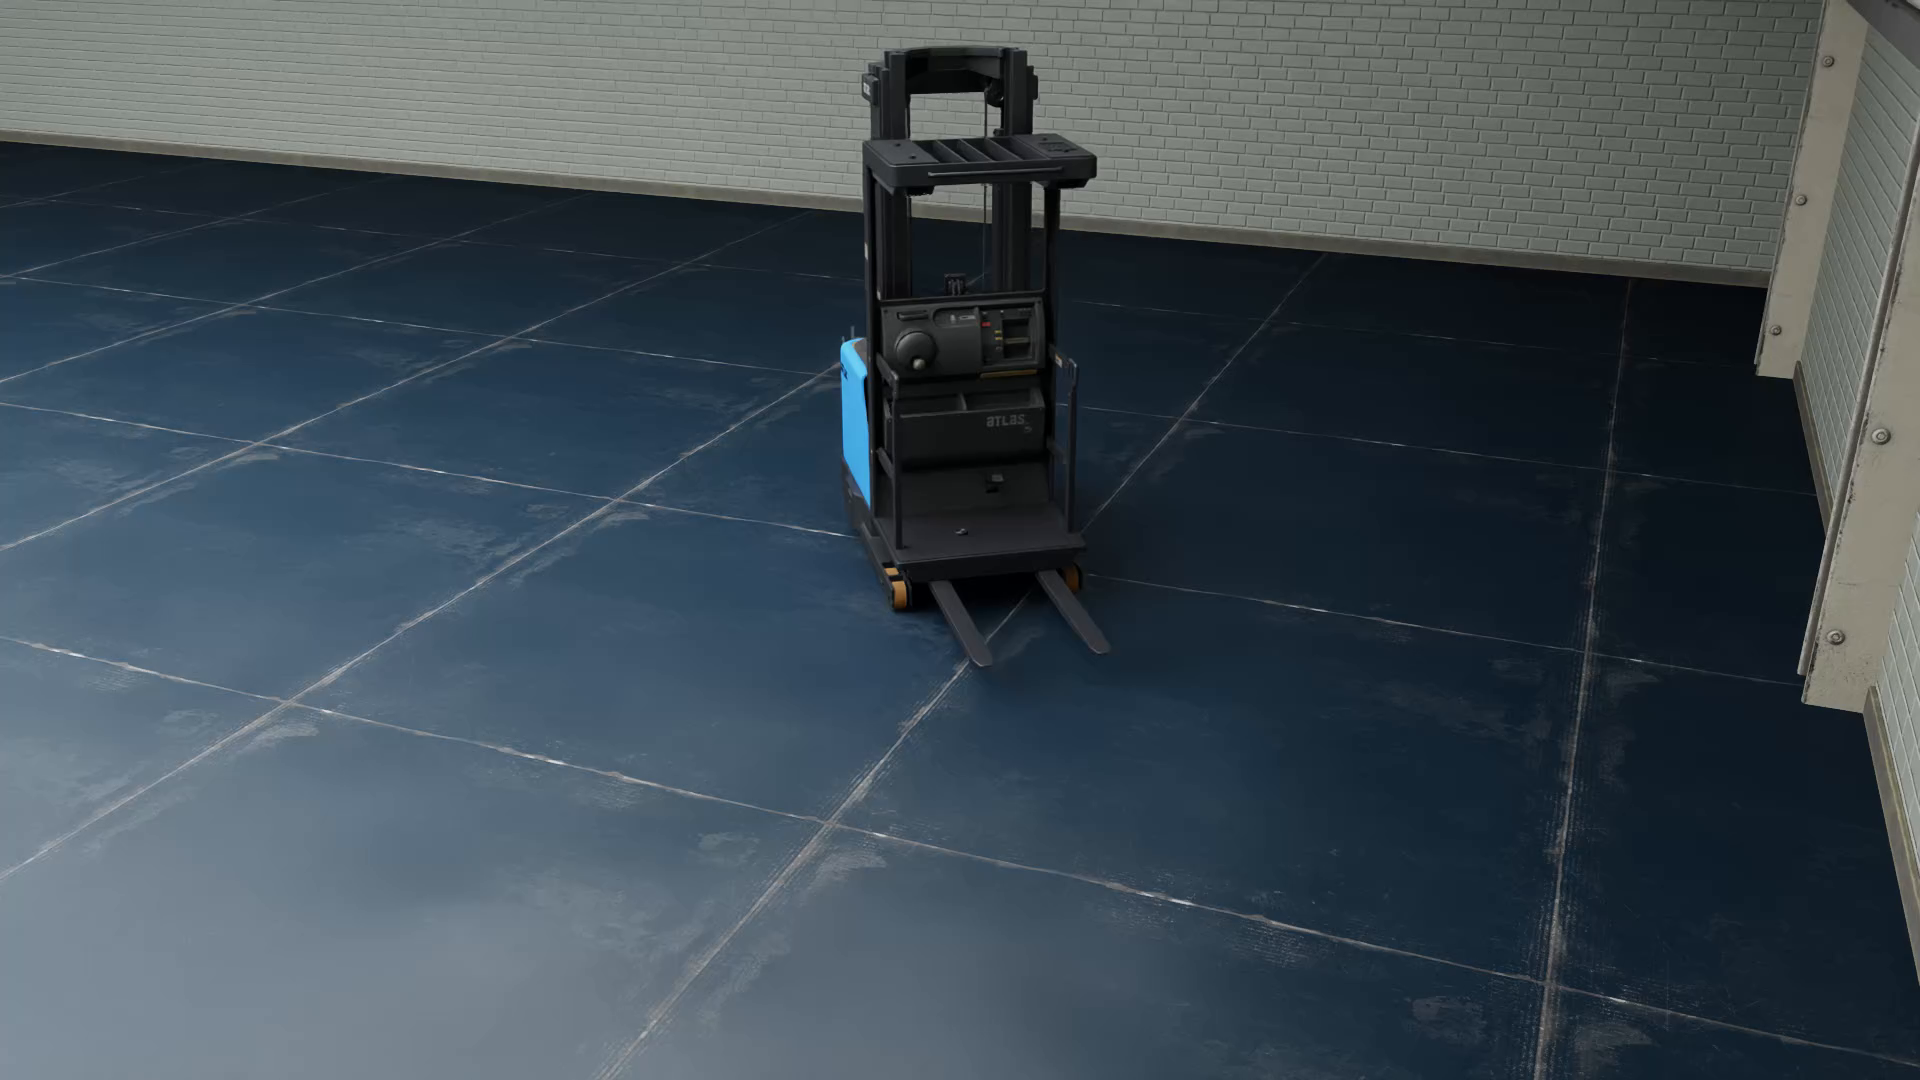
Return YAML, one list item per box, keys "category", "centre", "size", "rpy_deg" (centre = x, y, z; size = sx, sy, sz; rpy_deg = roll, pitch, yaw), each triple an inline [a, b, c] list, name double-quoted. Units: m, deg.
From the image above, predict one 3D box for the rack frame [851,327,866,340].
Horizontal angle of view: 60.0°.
- category: "rack frame"
  centre: [-0.611, -0.901, 11.044]
  size: [0.200, 1.050, 0.008]
  rpy_deg: [4, 23, 10]

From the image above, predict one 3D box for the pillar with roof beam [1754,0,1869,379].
- category: "pillar with roof beam"
  centre: [2.652, -6.150, 13.298]
  size: [9.100, 9.000, 0.400]
  rpy_deg: [9, 24, 20]

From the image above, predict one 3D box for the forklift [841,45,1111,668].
- category: "forklift"
  centre: [0.075, -1.121, 9.131]
  size: [1.130, 2.935, 3.031]
  rpy_deg: [-5, 23, -12]

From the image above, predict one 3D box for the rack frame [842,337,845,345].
- category: "rack frame"
  centre: [-0.657, -0.808, 10.823]
  size: [0.200, 1.050, 0.008]
  rpy_deg: [4, 23, 10]

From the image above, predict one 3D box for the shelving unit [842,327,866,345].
- category: "shelving unit"
  centre: [-0.634, -0.855, 10.934]
  size: [0.215, 1.050, 0.252]
  rpy_deg: [4, 23, 10]

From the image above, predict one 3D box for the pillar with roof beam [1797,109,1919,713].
- category: "pillar with roof beam"
  centre: [0.423, -4.003, 8.157]
  size: [9.100, 9.000, 0.400]
  rpy_deg: [9, 24, 20]
